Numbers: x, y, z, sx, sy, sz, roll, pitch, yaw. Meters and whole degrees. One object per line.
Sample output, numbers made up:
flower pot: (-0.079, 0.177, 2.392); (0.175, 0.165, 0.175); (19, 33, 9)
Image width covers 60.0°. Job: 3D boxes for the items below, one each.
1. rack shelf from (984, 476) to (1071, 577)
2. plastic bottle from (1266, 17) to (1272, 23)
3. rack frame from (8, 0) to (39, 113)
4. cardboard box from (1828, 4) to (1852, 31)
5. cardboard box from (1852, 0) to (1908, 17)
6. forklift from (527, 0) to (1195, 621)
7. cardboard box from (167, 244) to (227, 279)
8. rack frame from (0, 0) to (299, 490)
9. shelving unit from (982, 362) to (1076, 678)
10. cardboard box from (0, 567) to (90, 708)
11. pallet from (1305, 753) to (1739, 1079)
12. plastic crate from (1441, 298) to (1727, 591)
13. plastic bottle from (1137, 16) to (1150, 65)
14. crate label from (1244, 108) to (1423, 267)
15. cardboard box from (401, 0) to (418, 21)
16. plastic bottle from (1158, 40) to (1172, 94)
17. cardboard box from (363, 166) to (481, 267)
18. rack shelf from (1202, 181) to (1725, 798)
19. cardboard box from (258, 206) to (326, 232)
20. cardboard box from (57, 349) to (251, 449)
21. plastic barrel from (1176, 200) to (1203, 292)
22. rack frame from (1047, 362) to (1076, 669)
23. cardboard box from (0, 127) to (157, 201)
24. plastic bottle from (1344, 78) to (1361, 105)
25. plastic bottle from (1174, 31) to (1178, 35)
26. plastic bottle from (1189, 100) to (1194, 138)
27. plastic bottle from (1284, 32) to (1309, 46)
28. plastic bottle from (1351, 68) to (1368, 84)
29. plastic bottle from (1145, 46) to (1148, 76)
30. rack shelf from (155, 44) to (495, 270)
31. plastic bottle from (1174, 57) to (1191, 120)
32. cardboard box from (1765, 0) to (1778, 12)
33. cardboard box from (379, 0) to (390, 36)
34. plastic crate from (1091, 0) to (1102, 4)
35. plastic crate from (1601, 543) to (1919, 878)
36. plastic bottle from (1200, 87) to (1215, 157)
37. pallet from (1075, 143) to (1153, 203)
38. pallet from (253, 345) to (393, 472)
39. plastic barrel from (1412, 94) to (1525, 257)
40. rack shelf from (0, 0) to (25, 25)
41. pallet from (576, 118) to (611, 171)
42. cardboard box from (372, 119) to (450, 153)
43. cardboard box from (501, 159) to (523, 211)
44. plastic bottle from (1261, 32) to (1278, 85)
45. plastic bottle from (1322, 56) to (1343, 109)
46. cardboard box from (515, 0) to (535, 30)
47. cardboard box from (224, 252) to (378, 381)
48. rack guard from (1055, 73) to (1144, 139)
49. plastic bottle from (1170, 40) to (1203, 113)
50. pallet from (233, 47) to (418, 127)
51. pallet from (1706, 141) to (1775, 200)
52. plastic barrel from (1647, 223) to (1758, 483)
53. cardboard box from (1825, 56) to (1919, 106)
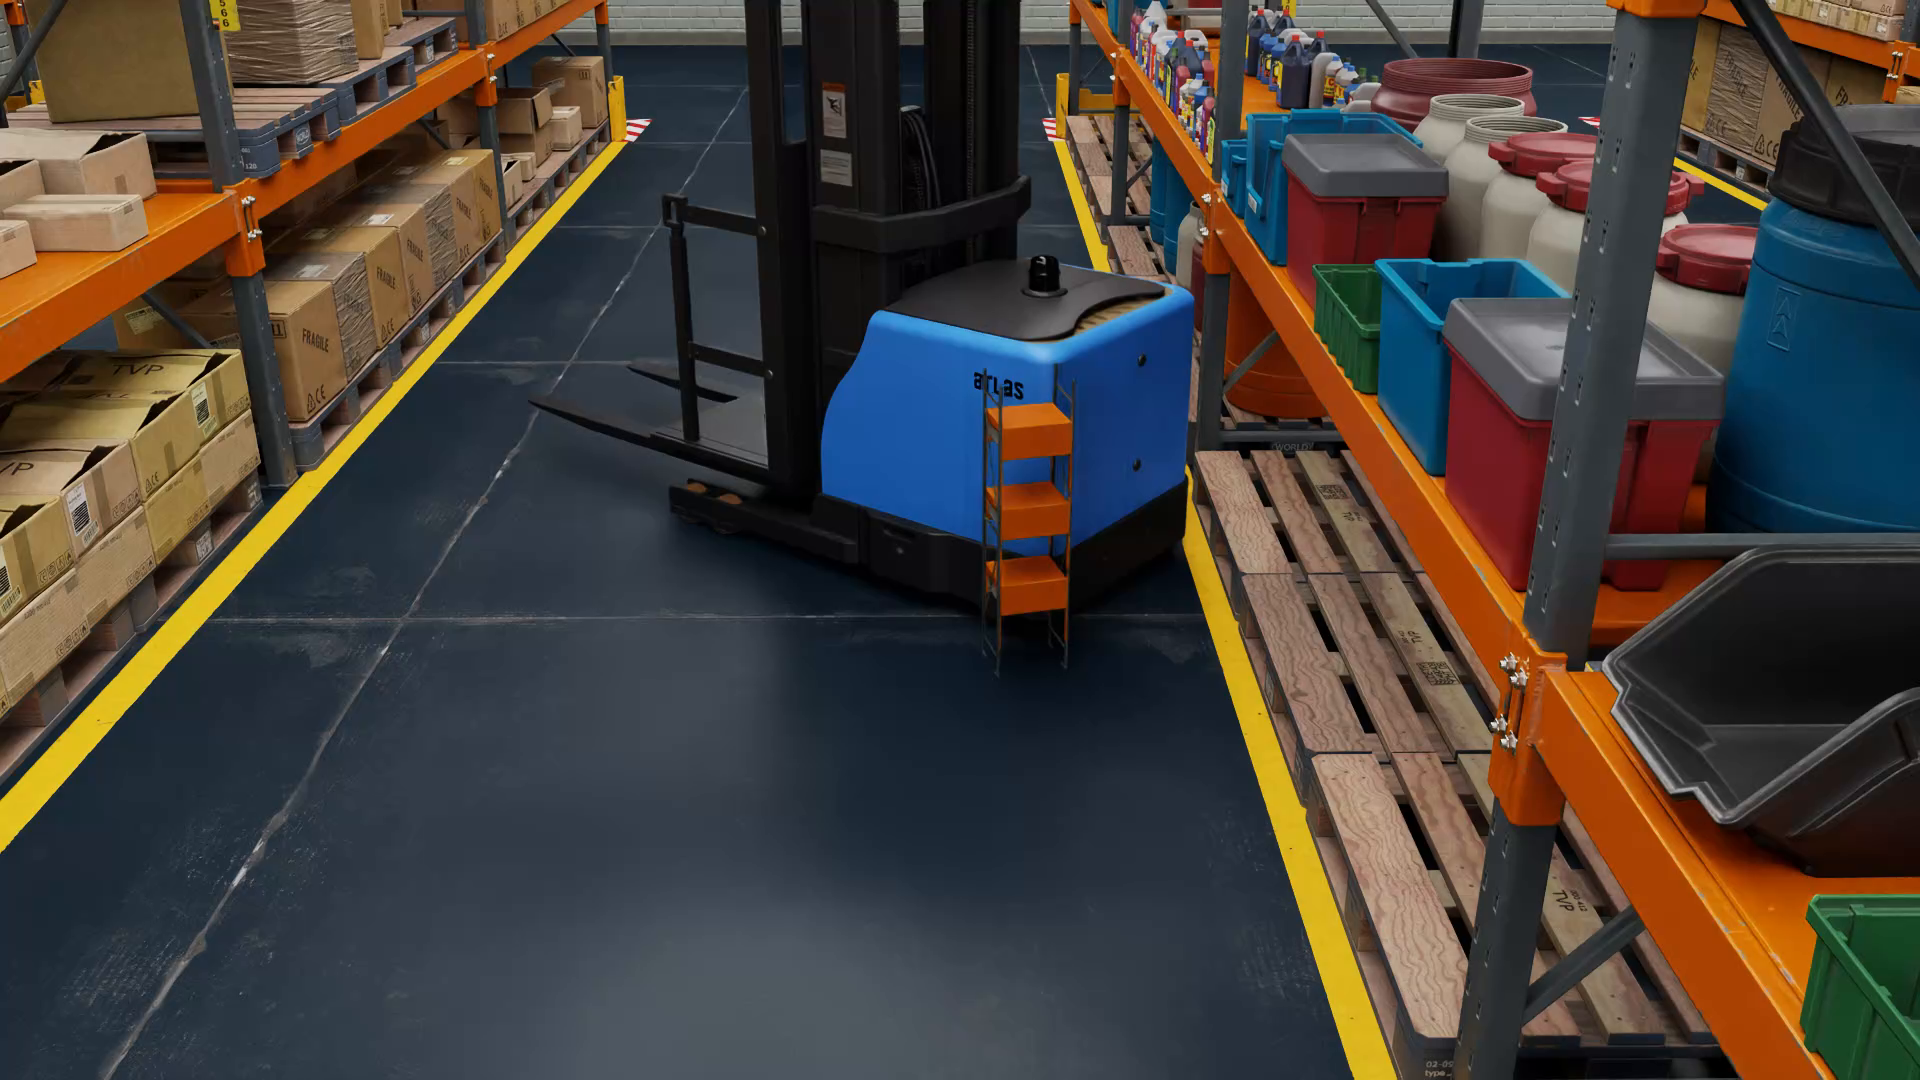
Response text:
rack shelf: (0.224, -0.048, 5.609); (0.240, 0.259, 0.215); (-6, 25, -14)
plastic bottle: (1.821, -2.910, 9.694); (0.152, 0.276, 0.135); (0, 24, -1)
rack frame: (-8.460, -4.881, 13.903); (1.000, 3.000, 0.127); (0, 24, -1)
cardboard box: (6.106, -3.522, 11.201); (0.380, 0.149, 0.250); (-1, 24, -1)
cardboard box: (6.175, -3.548, 10.776); (0.500, 0.250, 0.500); (-1, 24, -2)
forklift: (-0.583, -1.512, 6.537); (3.031, 2.935, 1.130); (17, 30, 33)
cardboard box: (-3.669, -1.420, 7.838); (0.500, 0.250, 0.500); (1, 24, 1)
rack frame: (-3.420, -1.609, 6.667); (1.000, 3.000, 0.127); (0, 24, -1)
shelving unit: (0.224, -0.058, 5.604); (0.252, 1.050, 0.215); (-6, 25, -14)
cardboard box: (-3.150, 0.300, 5.274); (0.500, 0.250, 0.500); (0, 24, 0)
pallet: (1.530, 0.966, 4.358); (1.003, 0.211, 1.213); (0, 24, -1)
plastic crate: (1.266, -0.209, 3.494); (0.402, 0.464, 0.583); (0, 24, -1)
plastic bottle: (1.089, -2.924, 9.730); (0.097, 0.271, 0.097); (0, 24, 0)
crate label: (1.274, -1.235, 5.798); (0.502, 0.435, 0.616); (0, 24, -1)
cardboard box: (-3.725, -3.507, 10.744); (0.500, 0.500, 0.500); (0, 24, 0)
plastic bottle: (1.100, -2.502, 8.797); (0.097, 0.271, 0.097); (0, 24, 0)
cardboard box: (-3.174, -1.913, 9.839); (0.500, 0.500, 0.500); (0, 24, 0)
rack shelf: (1.555, -0.478, 5.039); (1.077, 0.370, 4.000); (0, 24, -1)
cardboard box: (-3.682, -1.484, 8.891); (0.500, 0.500, 0.500); (-1, 24, -3)
cardboard box: (-3.168, -0.588, 6.557); (0.500, 0.311, 0.500); (0, 24, 1)
plastic barrel: (1.403, -1.586, 9.127); (0.421, 0.512, 0.421); (0, 24, 0)
rack frame: (0.341, -0.071, 5.633); (0.008, 1.050, 0.200); (-6, 25, -14)
cardboard box: (-3.459, -1.418, 6.354); (0.500, 0.311, 0.500); (1, 24, 3)
plastic bottle: (1.812, -1.989, 7.664); (0.097, 0.271, 0.097); (0, 24, 0)
plastic bottle: (1.242, -2.852, 9.658); (0.097, 0.201, 0.097); (0, 24, 0)
plastic bottle: (1.114, -1.967, 7.700); (0.097, 0.201, 0.097); (0, 24, 0)
plastic bottle: (1.828, -2.647, 9.112); (0.152, 0.276, 0.135); (0, 24, -1)
plastic bottle: (1.888, -2.097, 7.889); (0.061, 0.283, 0.133); (0, 24, -1)
plastic bottle: (1.094, -2.716, 9.356); (0.097, 0.201, 0.097); (0, 24, 0)
rack shelf: (-3.442, -2.105, 8.638); (1.077, 0.370, 4.000); (0, 24, -1)
plastic bottle: (1.090, -2.212, 8.143); (0.061, 0.283, 0.133); (0, 24, -1)
cardboard box: (6.095, -3.944, 12.136); (0.380, 0.149, 0.250); (0, 24, 0)
cardboard box: (-3.611, -3.015, 9.145); (0.700, 0.500, 0.500); (4, 25, 8)
plastic crate: (1.137, -4.108, 12.323); (0.416, 0.233, 0.300); (0, 24, -1)
plastic crate: (1.456, 0.263, 2.603); (0.767, 0.338, 0.504); (0, 24, -1)
plastic bottle: (1.100, -1.836, 7.312); (0.061, 0.283, 0.133); (0, 24, -1)
pallet: (1.427, -2.814, 12.716); (1.003, 0.211, 1.213); (0, 24, -1)
pallet: (-3.390, -0.646, 7.922); (1.003, 0.211, 1.213); (0, 24, -1)
plastic barrel: (1.758, -1.258, 5.755); (0.421, 0.512, 0.421); (0, 24, 0)
rack shelf: (-8.439, -3.730, 12.229); (1.077, 0.370, 4.000); (0, 24, -1)
pallet: (-3.497, -3.275, 13.735); (1.003, 0.211, 1.213); (0, 24, -1)
cardboard box: (-3.753, -2.552, 11.252); (0.500, 0.500, 0.500); (0, 24, -1)
cardboard box: (-3.252, -2.406, 11.159); (0.500, 0.311, 0.500); (0, 24, -1)
plastic bottle: (1.704, -2.636, 9.095); (0.097, 0.271, 0.097); (0, 24, 0)
plastic bottle: (1.865, -2.274, 8.295); (0.097, 0.271, 0.097); (0, 24, 0)
cardboard box: (-3.205, -3.725, 11.224); (0.500, 0.500, 0.500); (0, 24, 0)
cardboard box: (-3.150, -1.075, 7.986); (0.500, 0.500, 0.500); (-1, 24, -2)
rack guard: (1.433, -3.797, 14.539); (1.175, 0.500, 0.348); (0, 24, -1)
plastic bottle: (1.130, -2.309, 8.274); (0.144, 0.351, 0.185); (0, 24, -1)
pallet: (-3.446, -2.323, 8.478); (1.003, 0.211, 1.213); (0, 24, -1)
pallet: (6.496, -2.847, 12.789); (1.003, 0.211, 1.213); (0, 24, -1)
plastic barrel: (1.786, -0.438, 3.914); (0.433, 0.535, 0.433); (0, 24, 0)
cardboard box: (6.515, -2.796, 11.360); (0.875, 0.875, 0.875); (0, 24, -1)
